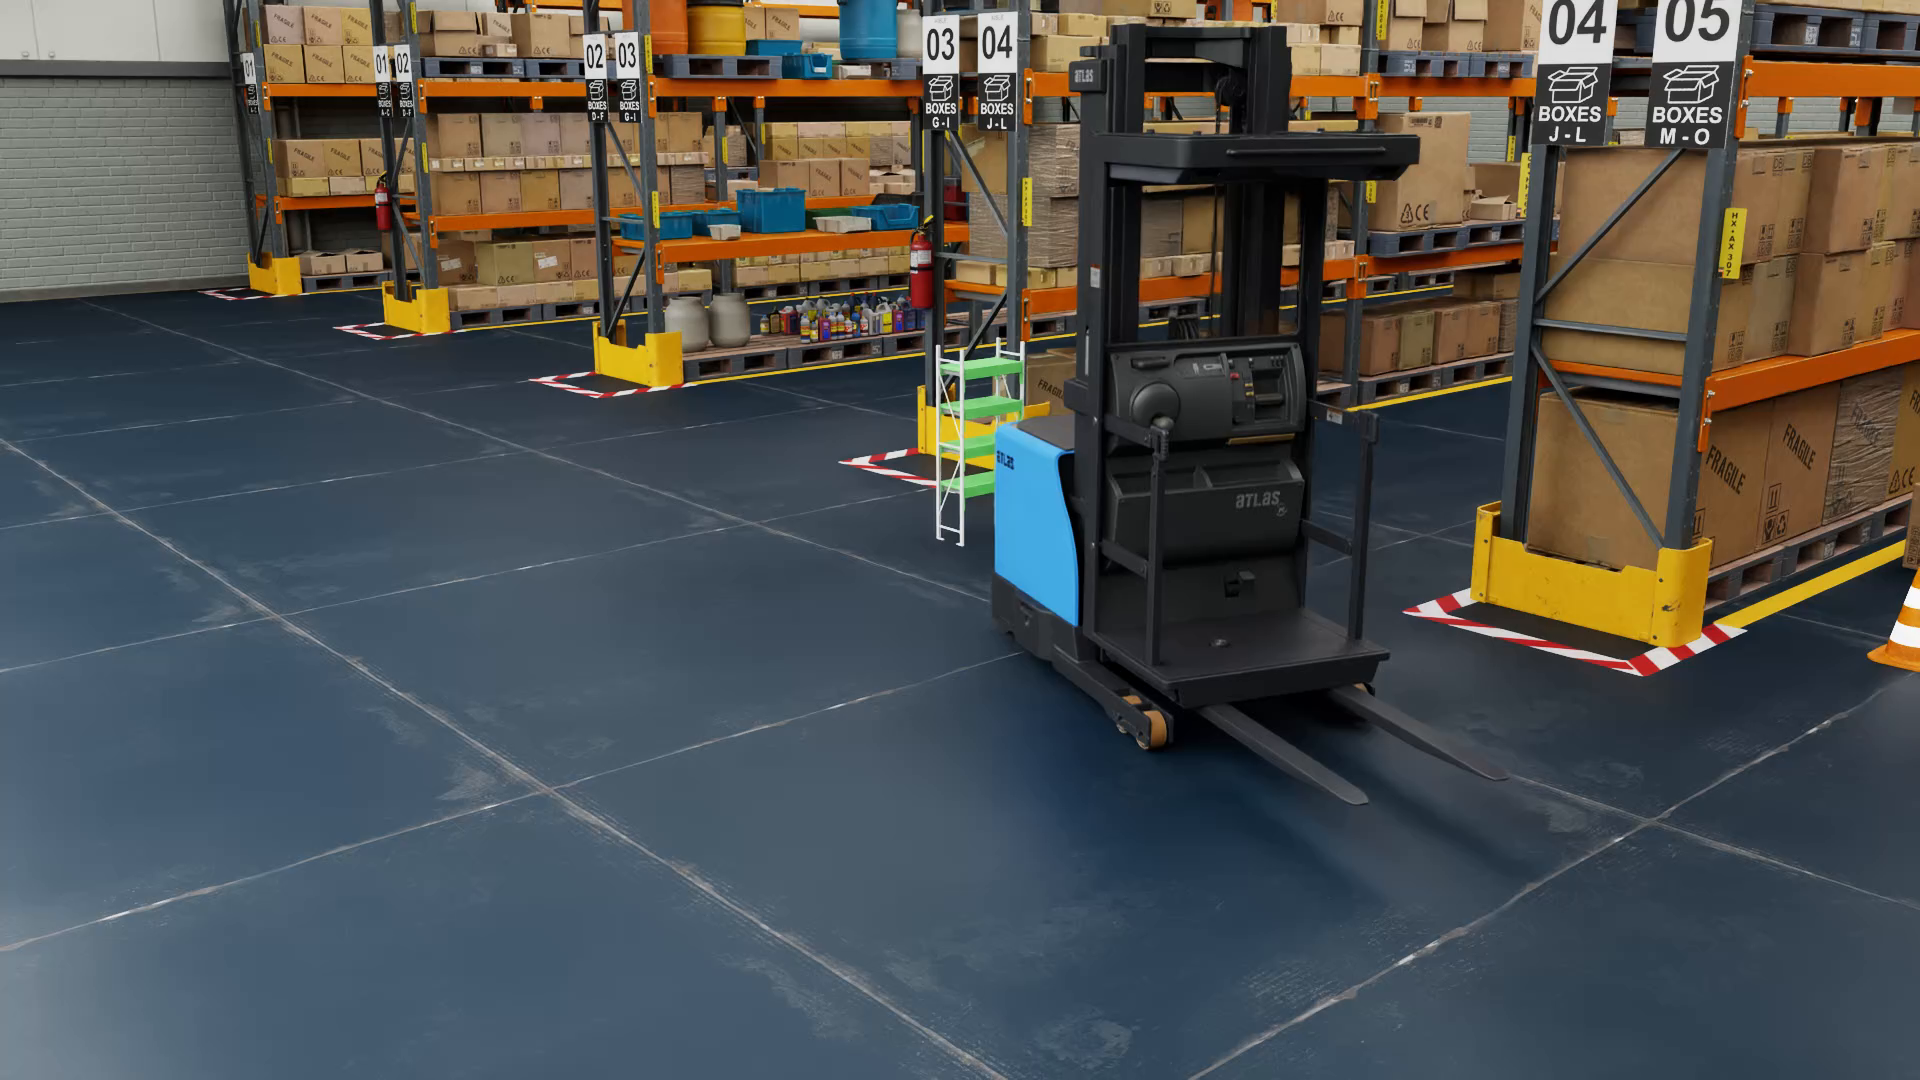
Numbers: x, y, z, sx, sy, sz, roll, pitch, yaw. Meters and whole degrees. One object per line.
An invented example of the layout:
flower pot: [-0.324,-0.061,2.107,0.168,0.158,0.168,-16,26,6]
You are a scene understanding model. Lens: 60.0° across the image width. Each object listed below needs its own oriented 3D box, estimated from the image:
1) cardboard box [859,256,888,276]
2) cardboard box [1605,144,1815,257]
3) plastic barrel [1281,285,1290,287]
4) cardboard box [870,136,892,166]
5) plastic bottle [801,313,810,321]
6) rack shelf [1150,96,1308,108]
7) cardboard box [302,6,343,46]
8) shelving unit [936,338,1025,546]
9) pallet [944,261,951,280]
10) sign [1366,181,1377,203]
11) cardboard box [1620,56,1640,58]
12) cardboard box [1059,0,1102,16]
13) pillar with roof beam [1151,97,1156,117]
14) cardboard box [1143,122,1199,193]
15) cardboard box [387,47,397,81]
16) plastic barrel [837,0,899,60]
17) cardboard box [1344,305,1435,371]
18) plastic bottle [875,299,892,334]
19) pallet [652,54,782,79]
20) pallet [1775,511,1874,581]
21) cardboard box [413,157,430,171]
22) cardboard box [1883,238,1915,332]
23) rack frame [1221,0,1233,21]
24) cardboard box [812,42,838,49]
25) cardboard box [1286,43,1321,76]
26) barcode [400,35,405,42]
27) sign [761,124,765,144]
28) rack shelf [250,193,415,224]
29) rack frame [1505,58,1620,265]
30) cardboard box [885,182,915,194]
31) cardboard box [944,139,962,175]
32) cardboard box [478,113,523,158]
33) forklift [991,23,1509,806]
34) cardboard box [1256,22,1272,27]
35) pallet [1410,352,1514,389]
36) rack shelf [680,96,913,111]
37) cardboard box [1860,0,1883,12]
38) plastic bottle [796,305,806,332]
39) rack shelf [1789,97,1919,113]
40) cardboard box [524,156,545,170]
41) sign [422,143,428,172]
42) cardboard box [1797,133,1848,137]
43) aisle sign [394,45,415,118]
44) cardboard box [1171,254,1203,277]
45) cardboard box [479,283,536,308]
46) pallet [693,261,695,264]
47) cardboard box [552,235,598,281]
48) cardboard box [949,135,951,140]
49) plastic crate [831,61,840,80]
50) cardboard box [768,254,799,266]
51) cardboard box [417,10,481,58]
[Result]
cardboard box: [-1.363,-3.886,23.499,0.500,0.250,0.500,-12,19,-38]
cardboard box: [3.946,-1.814,8.845,0.550,0.550,0.875,-13,19,-39]
plastic barrel: [4.100,-3.671,22.039,0.708,0.588,0.600,-13,19,-39]
cardboard box: [-1.541,-6.864,29.327,0.500,0.500,0.500,-13,19,-39]
plastic bottle: [-1.638,-2.297,17.607,0.097,0.201,0.097,0,15,0]
rack shelf: [4.168,-7.438,27.867,4.000,0.370,1.077,-13,19,-39]
cardboard box: [-8.786,-7.012,22.707,0.500,0.500,0.500,-13,20,-40]
shelving unit: [0.125,-0.608,10.200,0.503,1.200,0.258,-13,19,-39]
pallet: [0.230,-4.092,25.161,1.213,0.211,1.003,-13,19,-39]
sign: [3.486,-3.028,14.094,0.005,0.325,0.100,-13,19,-39]
cardboard box: [6.555,-5.211,17.118,0.637,0.503,0.797,-11,19,-36]
cardboard box: [1.110,-4.231,12.724,0.500,0.500,0.500,-13,19,-39]
pillar with roof beam: [6.717,-10.325,31.468,0.400,9.000,9.100,-13,19,-39]
cardboard box: [1.459,-2.919,12.660,0.500,0.500,0.500,-13,19,-39]
cardboard box: [-8.024,-6.712,23.519,0.500,0.500,0.500,-11,19,-36]
plastic barrel: [-0.948,-5.424,17.147,0.708,0.901,0.600,-13,19,-39]
cardboard box: [3.974,-1.895,15.525,0.500,0.500,0.700,-13,20,-40]
plastic bottle: [-0.812,-2.358,17.546,0.185,0.351,0.144,-13,20,-40]
pallet: [-2.456,-4.479,15.760,1.213,0.211,1.003,-13,19,-39]
pallet: [4.758,-0.062,10.074,1.213,0.211,1.003,-13,19,-39]
cardboard box: [-6.230,-4.429,19.567,0.250,0.149,0.380,-13,20,-40]
cardboard box: [5.149,-1.572,10.033,0.550,0.550,0.875,-13,19,-39]
rack frame: [2.891,-7.254,19.969,0.127,3.000,1.000,-13,19,-39]
cardboard box: [-2.494,-8.279,28.572,0.500,0.500,0.700,-11,19,-37]
cardboard box: [2.551,-3.876,13.426,0.500,0.250,0.500,-12,19,-38]
barcode: [-6.482,-5.840,19.363,0.075,0.075,0.001,-13,19,-39]
sign: [-3.249,-6.701,27.435,0.005,0.325,0.100,-13,19,-39]
rack shelf: [-8.139,-4.920,24.251,4.000,0.370,1.077,-13,19,-39]
rack frame: [6.142,-3.391,17.133,0.127,3.000,1.000,-13,19,-39]
cardboard box: [-0.855,-4.993,23.616,0.250,0.149,0.380,-13,19,-39]
cardboard box: [0.043,-5.700,24.770,0.700,0.500,0.500,8,17,28]
cardboard box: [-5.600,-4.816,19.760,0.500,0.500,0.700,-13,20,-41]
forklift: [1.164,-0.659,7.038,1.130,2.935,3.031,-6,16,-20]
cardboard box: [2.240,-4.004,13.132,0.250,0.149,0.380,-12,19,-37]
pallet: [4.631,-1.706,16.229,1.213,0.211,1.003,-13,19,-39]
rack shelf: [-1.867,-6.083,22.793,4.000,0.370,1.077,-13,19,-39]
cardboard box: [4.517,-2.799,8.583,0.250,0.149,0.380,-13,19,-39]
plastic bottle: [-1.734,-2.354,17.676,0.135,0.276,0.152,-13,20,-41]
rack shelf: [10.668,-5.509,20.644,4.000,0.370,1.077,-13,19,-39]
cardboard box: [-5.178,-4.527,19.933,0.250,0.149,0.380,-14,20,-41]
sign: [-6.033,-4.313,18.752,0.005,0.325,0.100,-13,19,-39]
cardboard box: [10.455,-4.705,20.312,0.500,0.500,0.500,-13,20,-41]
aisle sign: [-6.242,-5.150,18.682,0.004,0.787,0.394,-13,19,-39]
cardboard box: [1.674,-2.152,12.980,0.250,0.149,0.380,-13,19,-39]
cardboard box: [-5.468,-2.973,20.080,0.500,0.250,0.500,-13,19,-39]
pallet: [-4.203,-4.805,27.829,1.213,0.211,1.003,-13,19,-39]
cardboard box: [-4.709,-3.503,20.613,0.500,0.500,0.500,-13,19,-39]
cardboard box: [-0.175,-7.195,30.794,0.700,0.700,0.980,-12,19,-39]
plastic crate: [-1.496,-4.810,17.044,0.450,0.188,0.336,-13,19,-39]
cardboard box: [-2.519,-3.893,22.441,0.500,0.311,0.500,-13,20,-40]
cardboard box: [-5.957,-5.831,19.171,0.637,0.503,0.797,-11,18,-36]
